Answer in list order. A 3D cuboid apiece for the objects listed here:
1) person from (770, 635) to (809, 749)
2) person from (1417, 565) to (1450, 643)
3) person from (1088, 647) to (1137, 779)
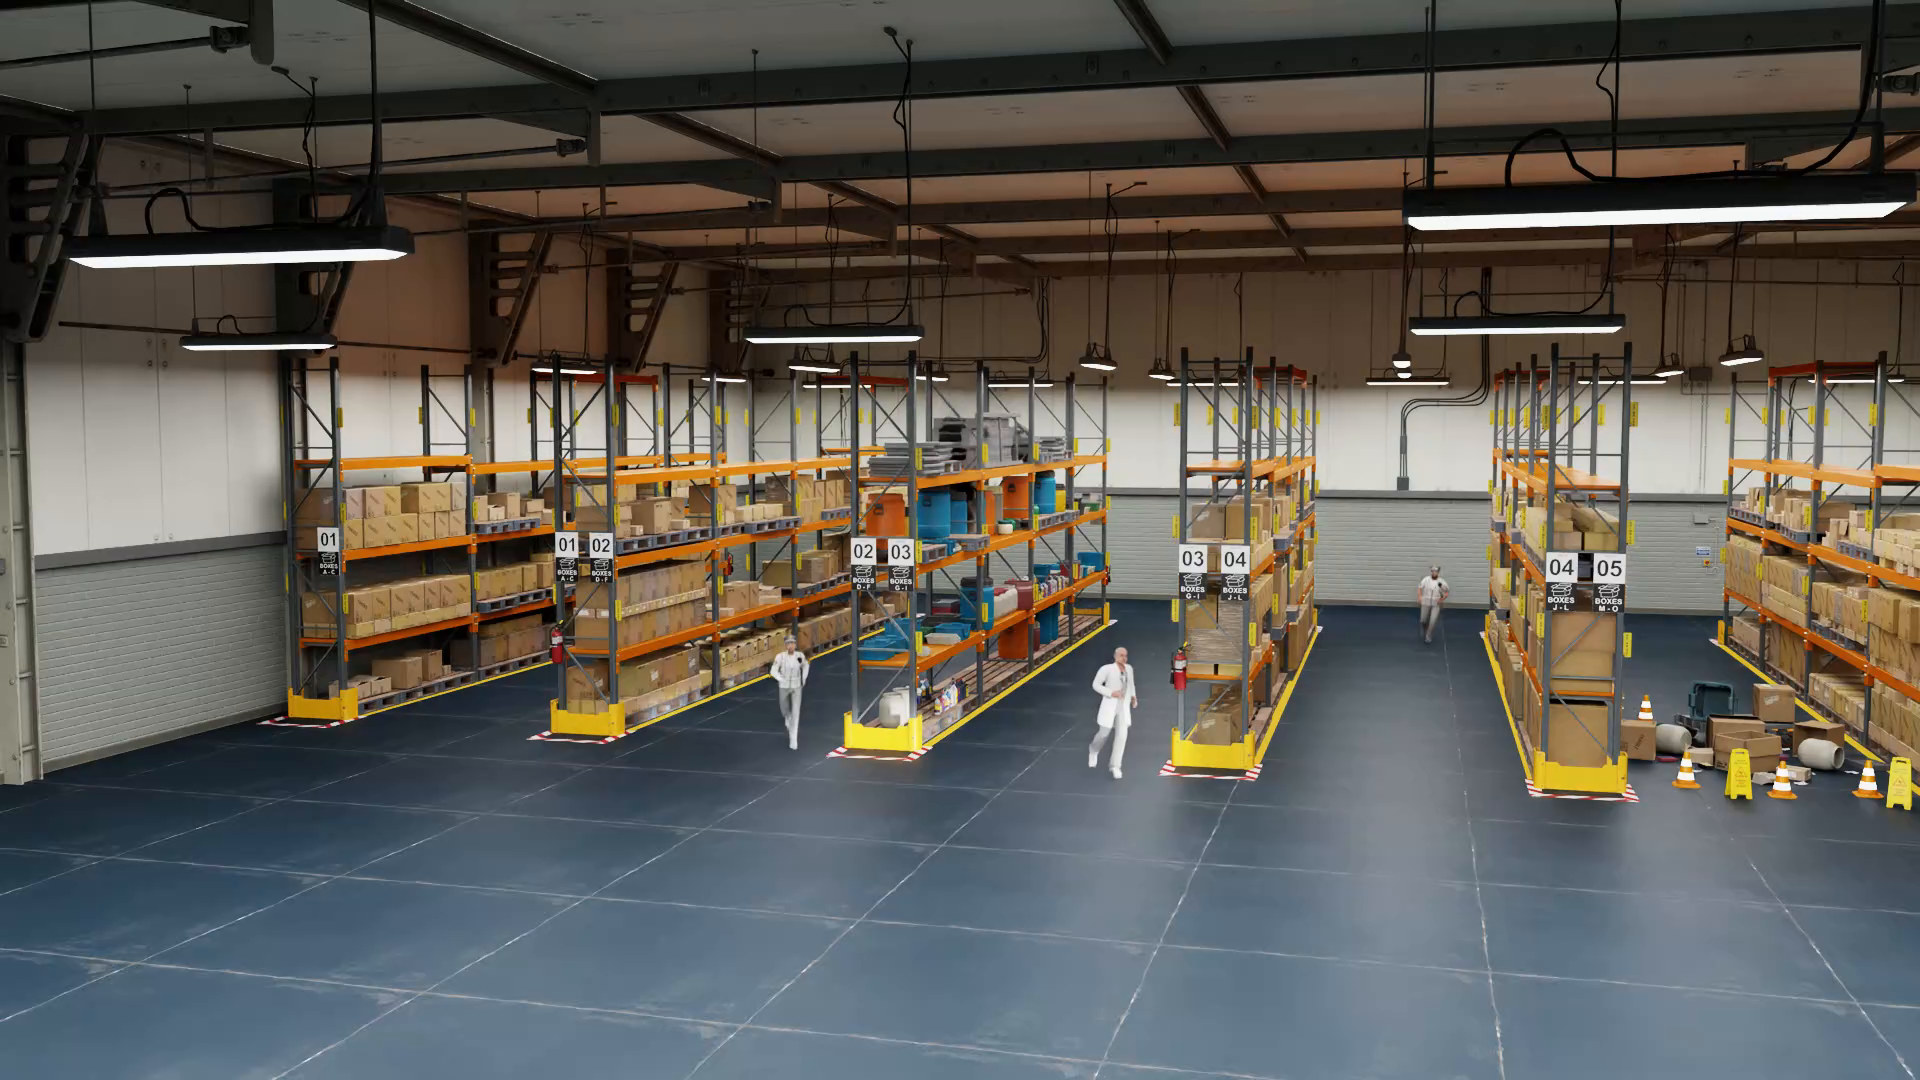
[{"bbox_3d":[-2.623,2.292,25.622,0.584,1.703,1.093,0,4,-2],"label":"person"},{"bbox_3d":[10.571,1.415,37.156,0.699,1.740,0.569,2,5,21],"label":"person"},{"bbox_3d":[2.188,2.391,23.451,0.740,1.768,1.024,-2,4,-20],"label":"person"}]
